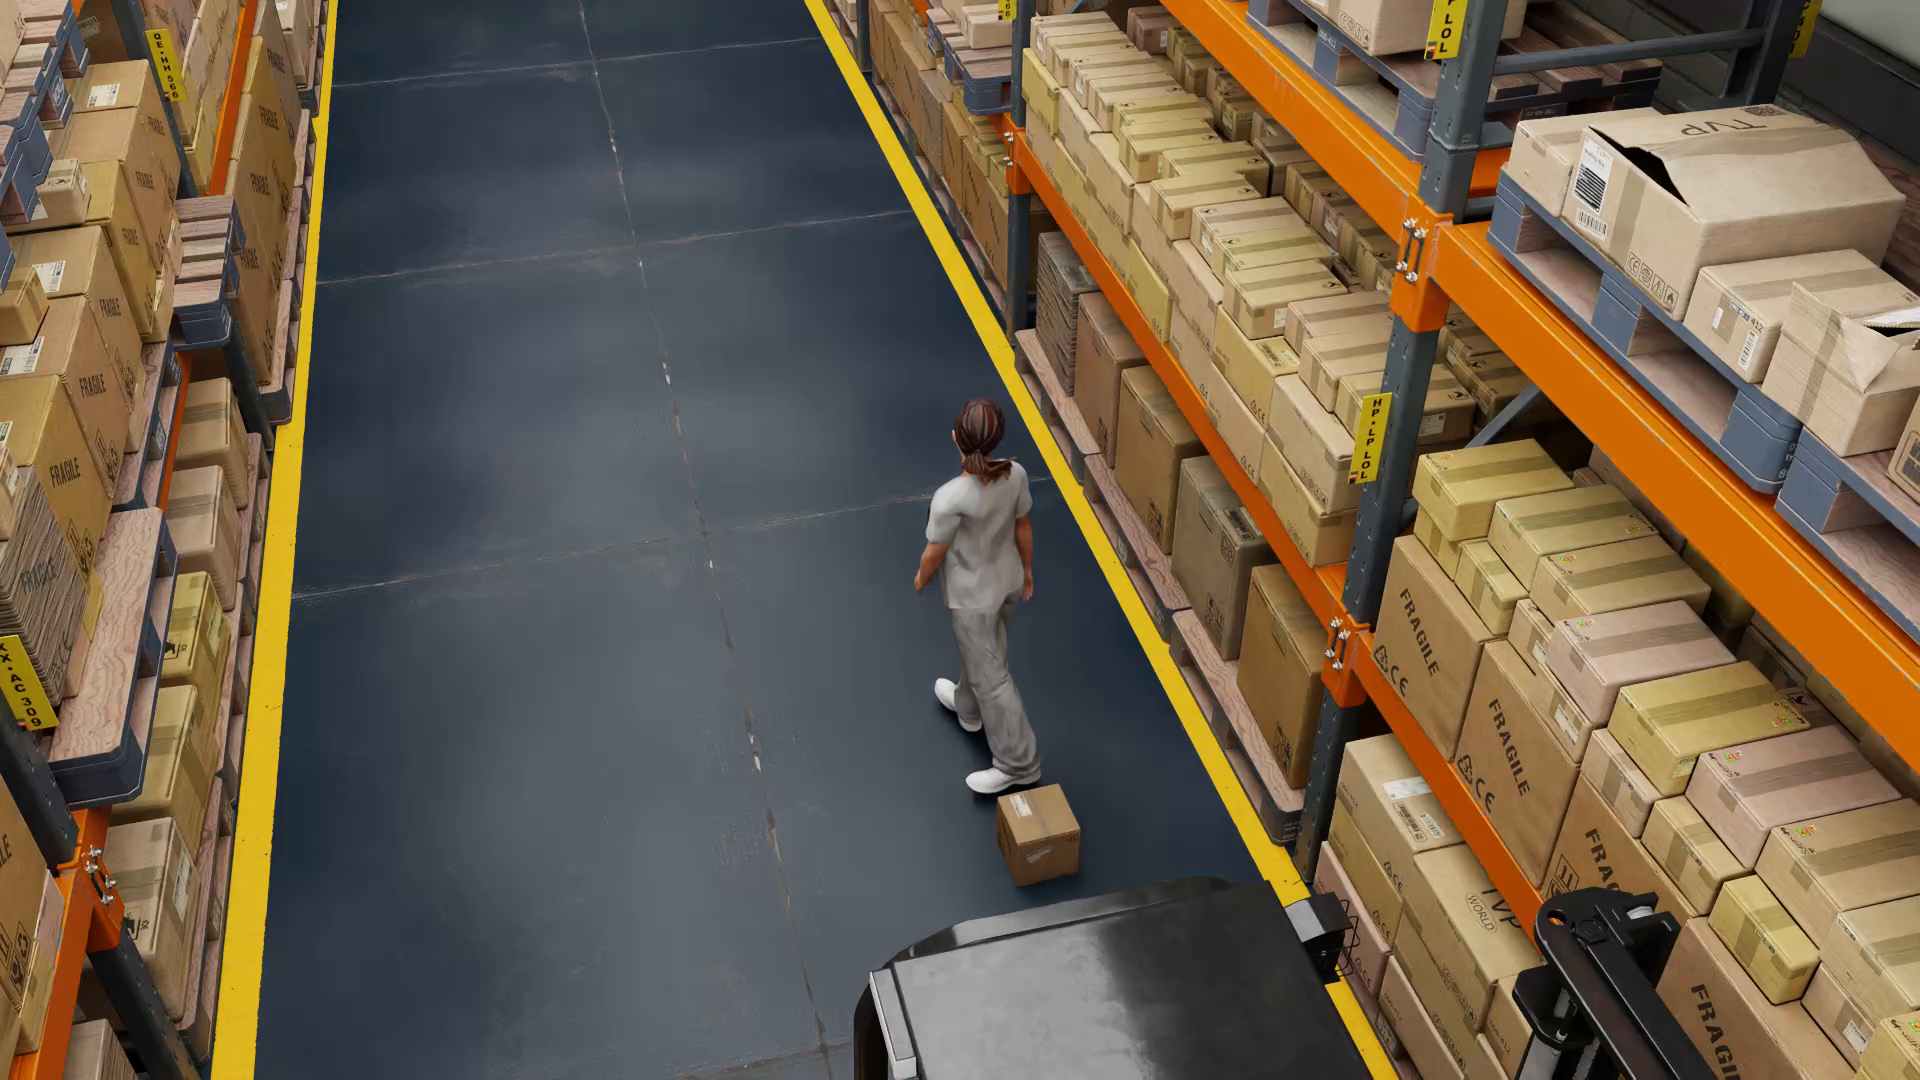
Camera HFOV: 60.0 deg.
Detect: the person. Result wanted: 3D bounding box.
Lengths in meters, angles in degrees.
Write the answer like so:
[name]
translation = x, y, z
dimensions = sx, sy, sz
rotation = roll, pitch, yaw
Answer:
[person]
translation = 0.080, 0.197, 6.396
dimensions = 0.701, 1.662, 0.484
rotation = 30, 47, 32
